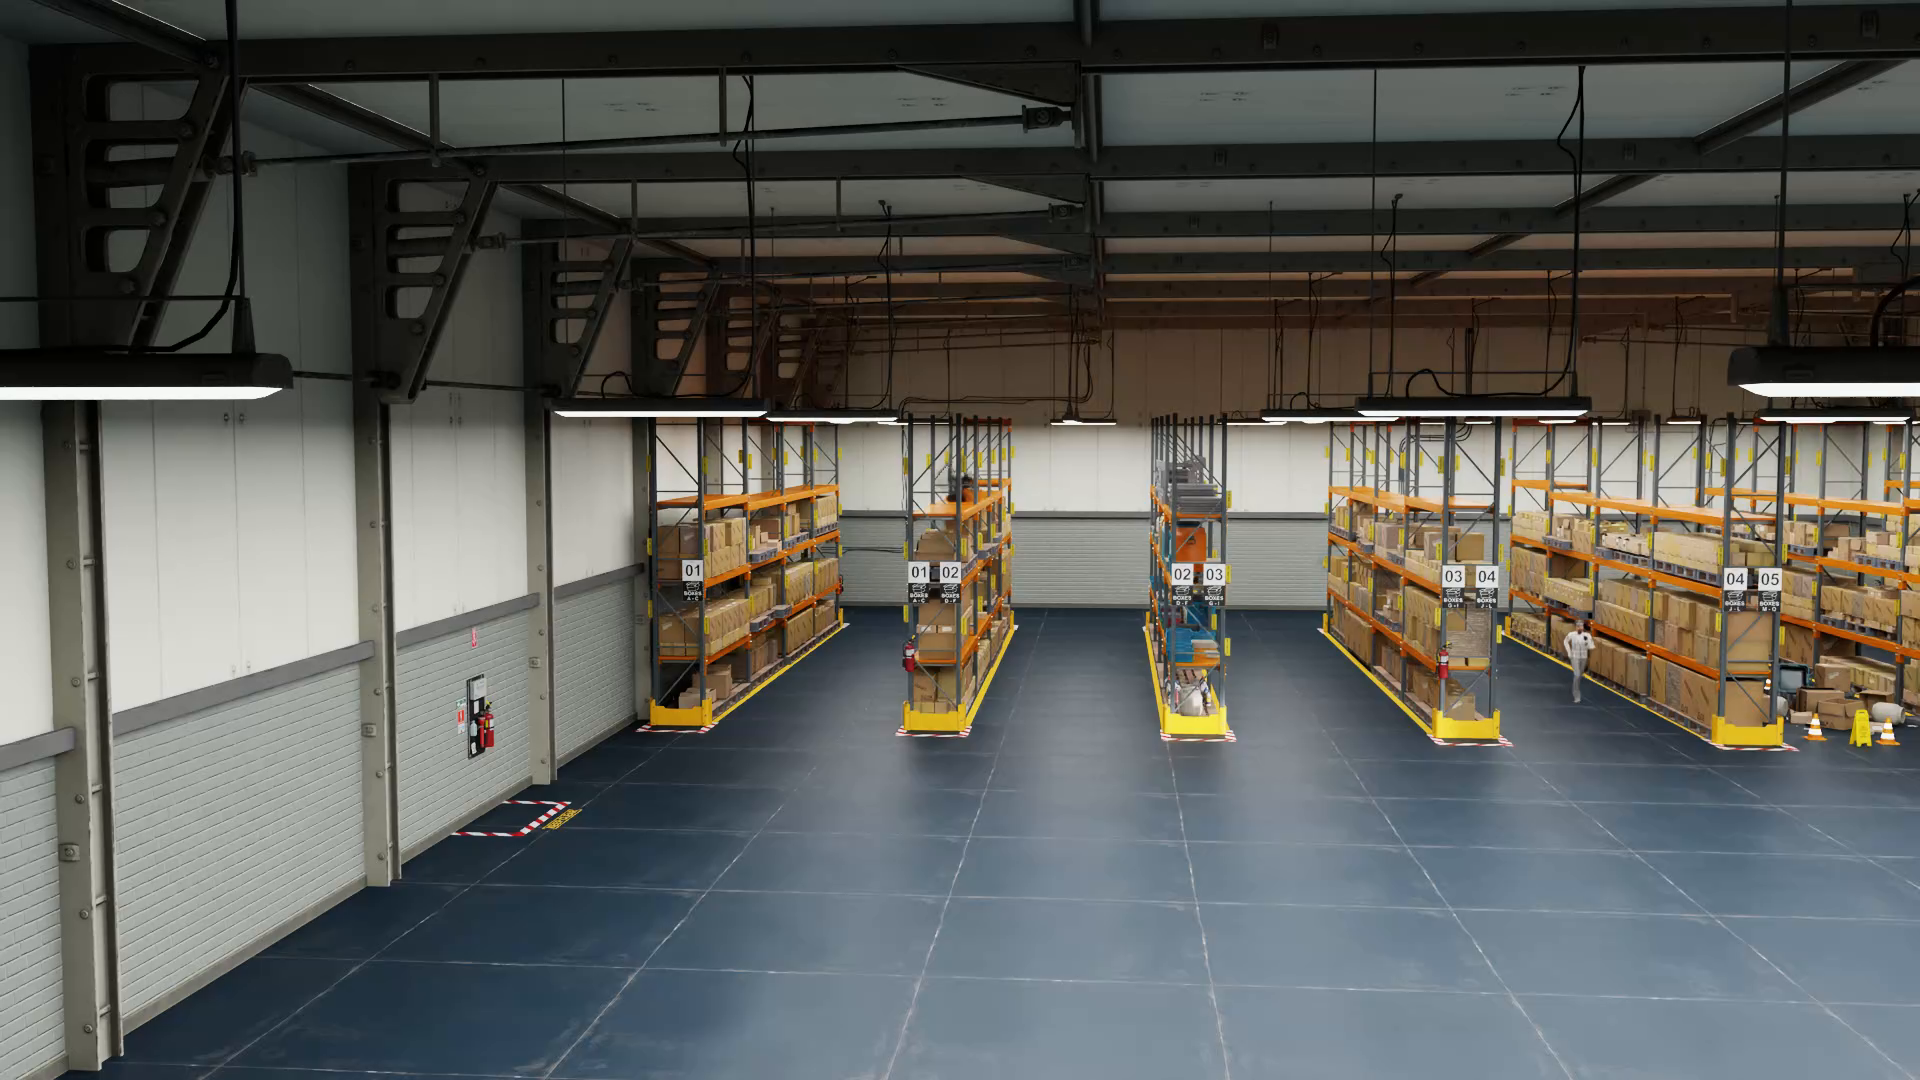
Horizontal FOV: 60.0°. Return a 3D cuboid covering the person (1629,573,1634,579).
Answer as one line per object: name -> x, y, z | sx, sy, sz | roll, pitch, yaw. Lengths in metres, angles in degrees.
person -> 19.123, 1.723, 47.182 | 0.741, 1.646, 0.603 | 1, 4, 14

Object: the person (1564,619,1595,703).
person -> 13.040, 2.532, 34.992 | 0.584, 1.754, 0.775 | 0, 4, 7

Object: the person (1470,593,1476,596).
person -> 13.929, 1.866, 45.767 | 0.674, 1.591, 0.601 | 2, 4, 25
